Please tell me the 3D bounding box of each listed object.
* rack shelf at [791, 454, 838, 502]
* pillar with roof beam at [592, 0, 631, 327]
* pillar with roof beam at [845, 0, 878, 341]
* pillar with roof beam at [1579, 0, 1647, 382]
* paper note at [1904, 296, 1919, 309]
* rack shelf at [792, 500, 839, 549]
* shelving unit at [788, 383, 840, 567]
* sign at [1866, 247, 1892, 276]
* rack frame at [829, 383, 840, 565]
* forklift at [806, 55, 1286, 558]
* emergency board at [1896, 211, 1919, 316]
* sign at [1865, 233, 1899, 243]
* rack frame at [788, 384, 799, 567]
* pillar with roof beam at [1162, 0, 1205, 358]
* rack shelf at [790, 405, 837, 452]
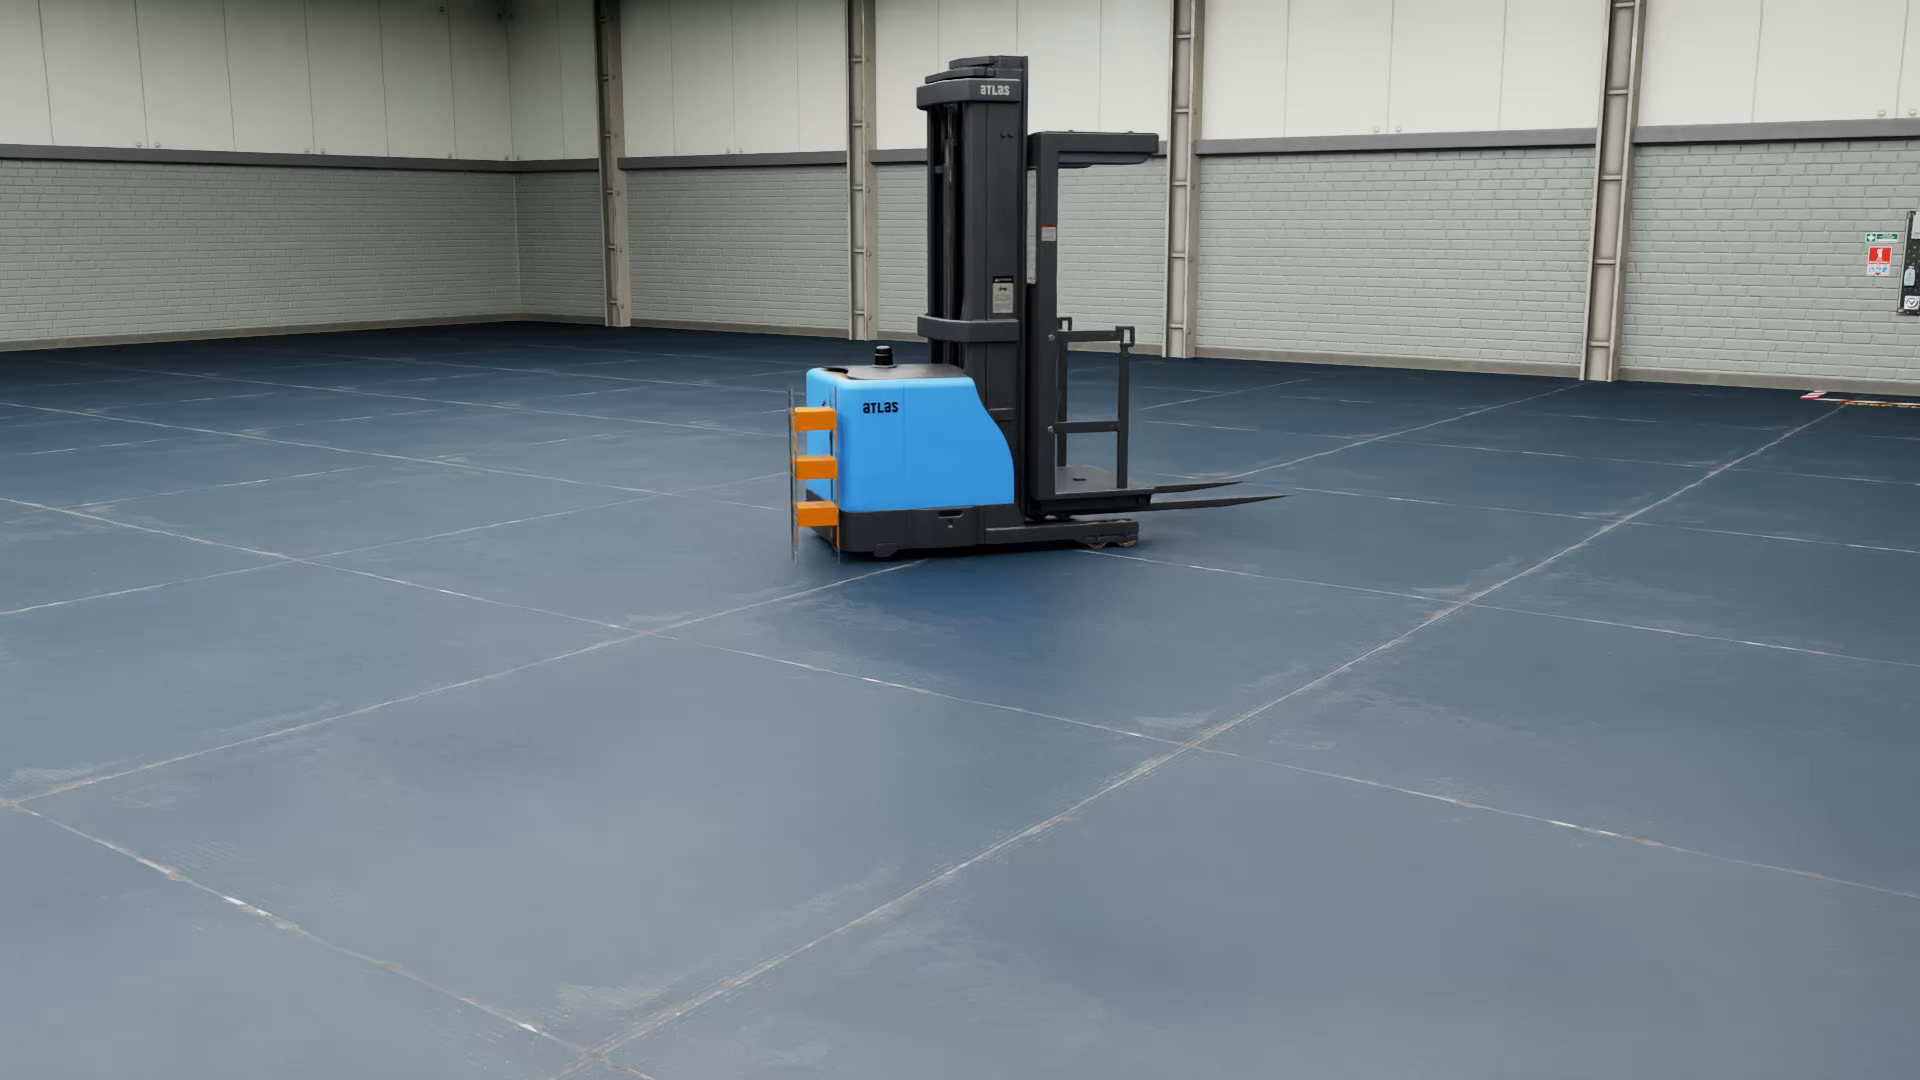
[{"bbox_3d":[-0.856,-0.372,9.737,0.240,0.259,0.215,-3,12,-14],"label":"rack shelf"},{"bbox_3d":[-9.002,-7.802,27.165,0.400,9.000,9.100,8,13,36],"label":"pillar with roof beam"},{"bbox_3d":[-4.166,-7.127,23.678,0.400,9.000,9.100,8,13,36],"label":"pillar with roof beam"},{"bbox_3d":[5.506,-5.778,16.705,0.400,9.000,9.100,8,13,36],"label":"pillar with roof beam"},{"bbox_3d":[10.819,-2.699,18.902,0.142,0.148,0.016,8,13,36],"label":"paper note"},{"bbox_3d":[-0.854,-0.099,9.791,0.240,0.259,0.215,-3,12,-14],"label":"rack shelf"},{"bbox_3d":[-0.856,-0.382,9.735,0.252,1.050,0.215,-3,12,-14],"label":"shelving unit"},{"bbox_3d":[10.537,-3.196,19.060,0.234,0.329,0.001,8,13,36],"label":"sign"},{"bbox_3d":[-0.738,-0.389,9.765,0.008,1.050,0.200,-3,12,-14],"label":"rack frame"},{"bbox_3d":[0.592,-1.477,10.448,3.031,2.935,1.130,-4,12,-18],"label":"forklift"},{"bbox_3d":[10.925,-3.105,18.680,0.626,1.169,0.157,8,13,36],"label":"emergency board"},{"bbox_3d":[10.535,-3.455,19.000,0.331,0.109,0.001,8,13,36],"label":"sign"},{"bbox_3d":[-0.974,-0.376,9.705,0.008,1.050,0.200,-3,12,-14],"label":"rack frame"},{"bbox_3d":[0.670,-6.453,20.192,0.400,9.000,9.100,8,13,36],"label":"pillar with roof beam"},{"bbox_3d":[-0.857,-0.650,9.682,0.240,0.259,0.215,-3,12,-14],"label":"rack shelf"}]
